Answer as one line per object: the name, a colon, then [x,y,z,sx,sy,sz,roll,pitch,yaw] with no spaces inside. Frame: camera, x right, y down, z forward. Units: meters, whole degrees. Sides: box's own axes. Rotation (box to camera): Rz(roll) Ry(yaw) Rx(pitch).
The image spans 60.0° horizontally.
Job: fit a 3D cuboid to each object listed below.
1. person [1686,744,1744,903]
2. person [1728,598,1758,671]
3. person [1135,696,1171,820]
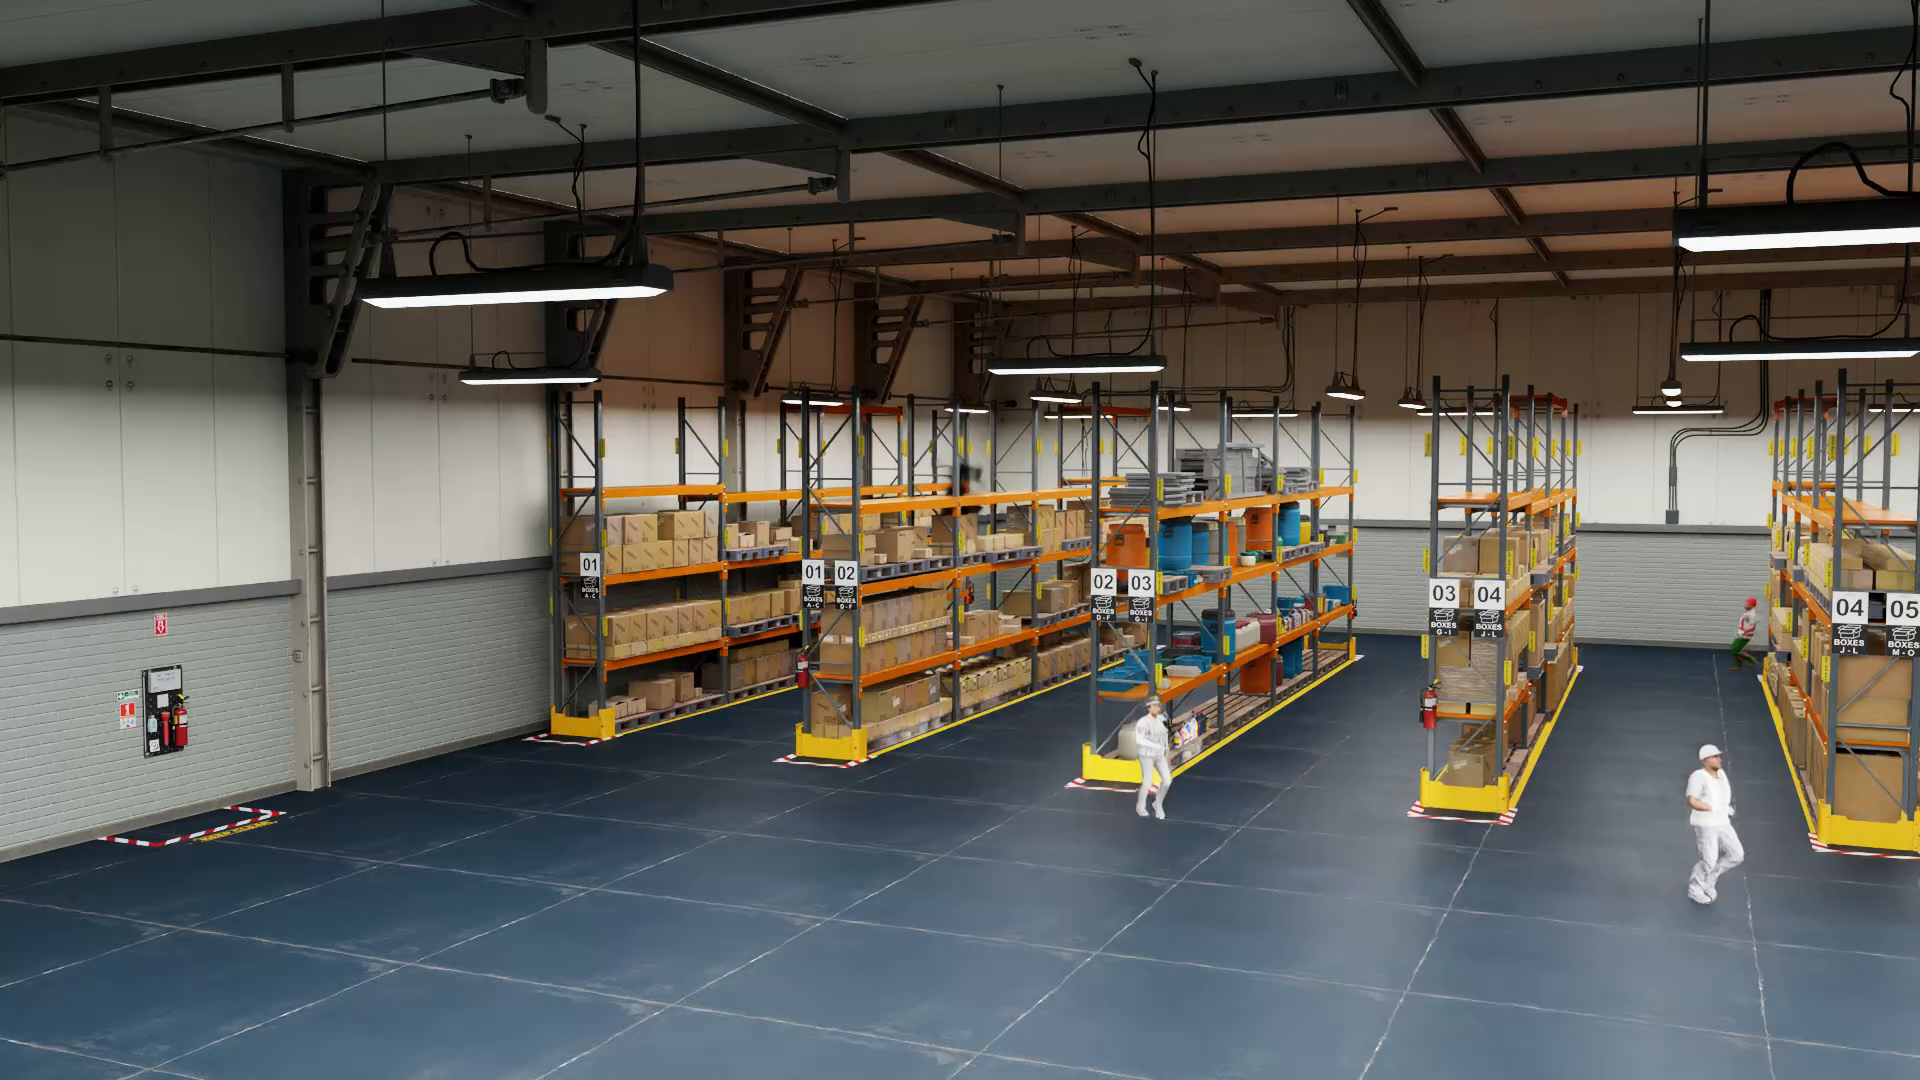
person: [8.242,3.108,18.152,0.743,1.746,0.577,-2,4,-32]
person: [17.488,2.118,37.110,0.608,1.694,0.744,2,4,26]
person: [2.627,2.934,22.376,0.632,1.714,0.676,-2,4,-26]
